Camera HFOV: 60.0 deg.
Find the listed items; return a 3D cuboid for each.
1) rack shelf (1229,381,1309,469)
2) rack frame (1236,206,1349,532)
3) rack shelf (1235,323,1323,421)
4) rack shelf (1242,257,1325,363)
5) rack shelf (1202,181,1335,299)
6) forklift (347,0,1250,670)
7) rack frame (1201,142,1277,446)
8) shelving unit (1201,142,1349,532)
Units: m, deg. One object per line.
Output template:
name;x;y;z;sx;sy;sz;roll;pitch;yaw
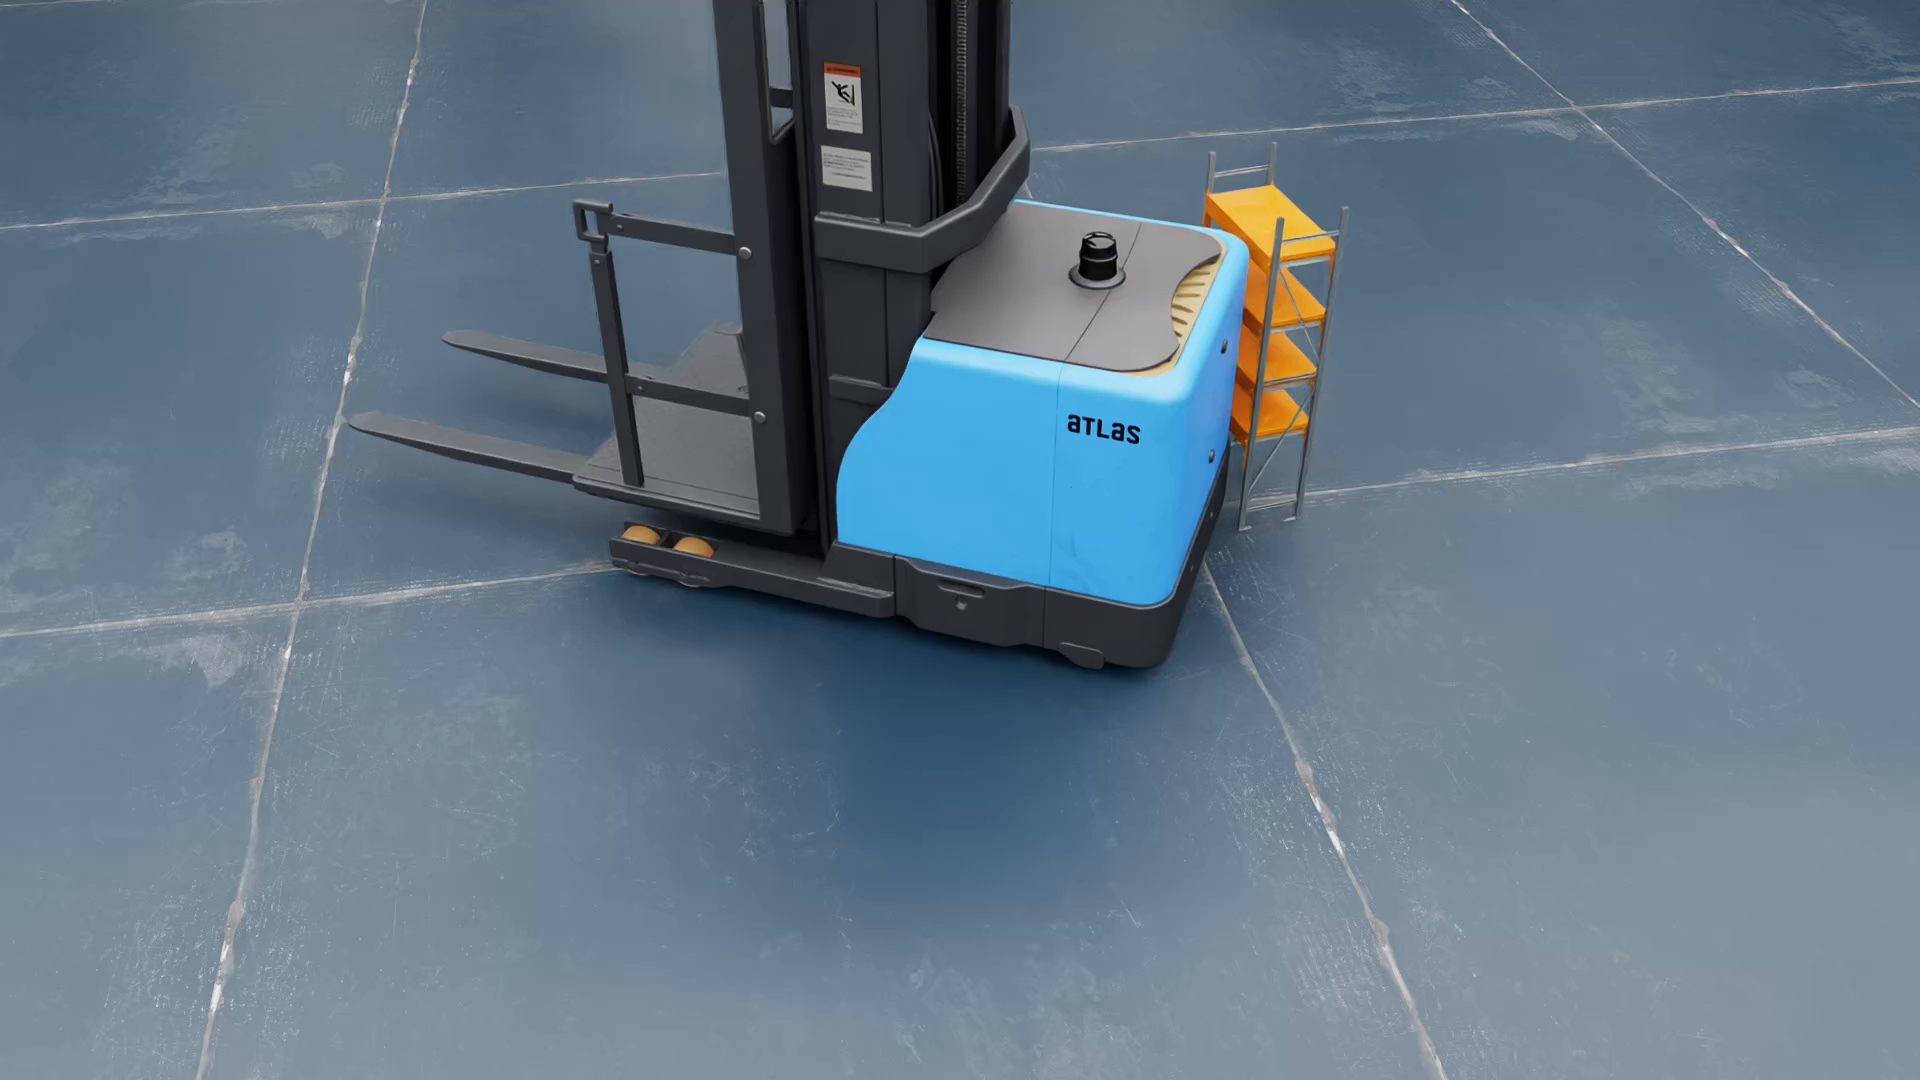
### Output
rack shelf;1.004;-0.460;5.797;0.258;0.148;0.480;-11;39;-14
rack frame;1.080;-0.527;5.451;0.240;1.200;0.015;-11;39;-14
rack shelf;1.004;-0.617;5.675;0.258;0.148;0.480;-11;39;-14
rack shelf;1.004;-0.793;5.538;0.258;0.148;0.480;-11;39;-14
rack shelf;1.004;-0.980;5.393;0.258;0.148;0.480;-11;39;-14
forklift;-0.647;-1.293;5.025;3.031;2.935;1.130;12;39;15
rack frame;0.928;-0.812;5.817;0.240;1.200;0.015;-11;39;-14
shelving unit;1.004;-0.670;5.634;0.258;1.200;0.503;-11;39;-14
